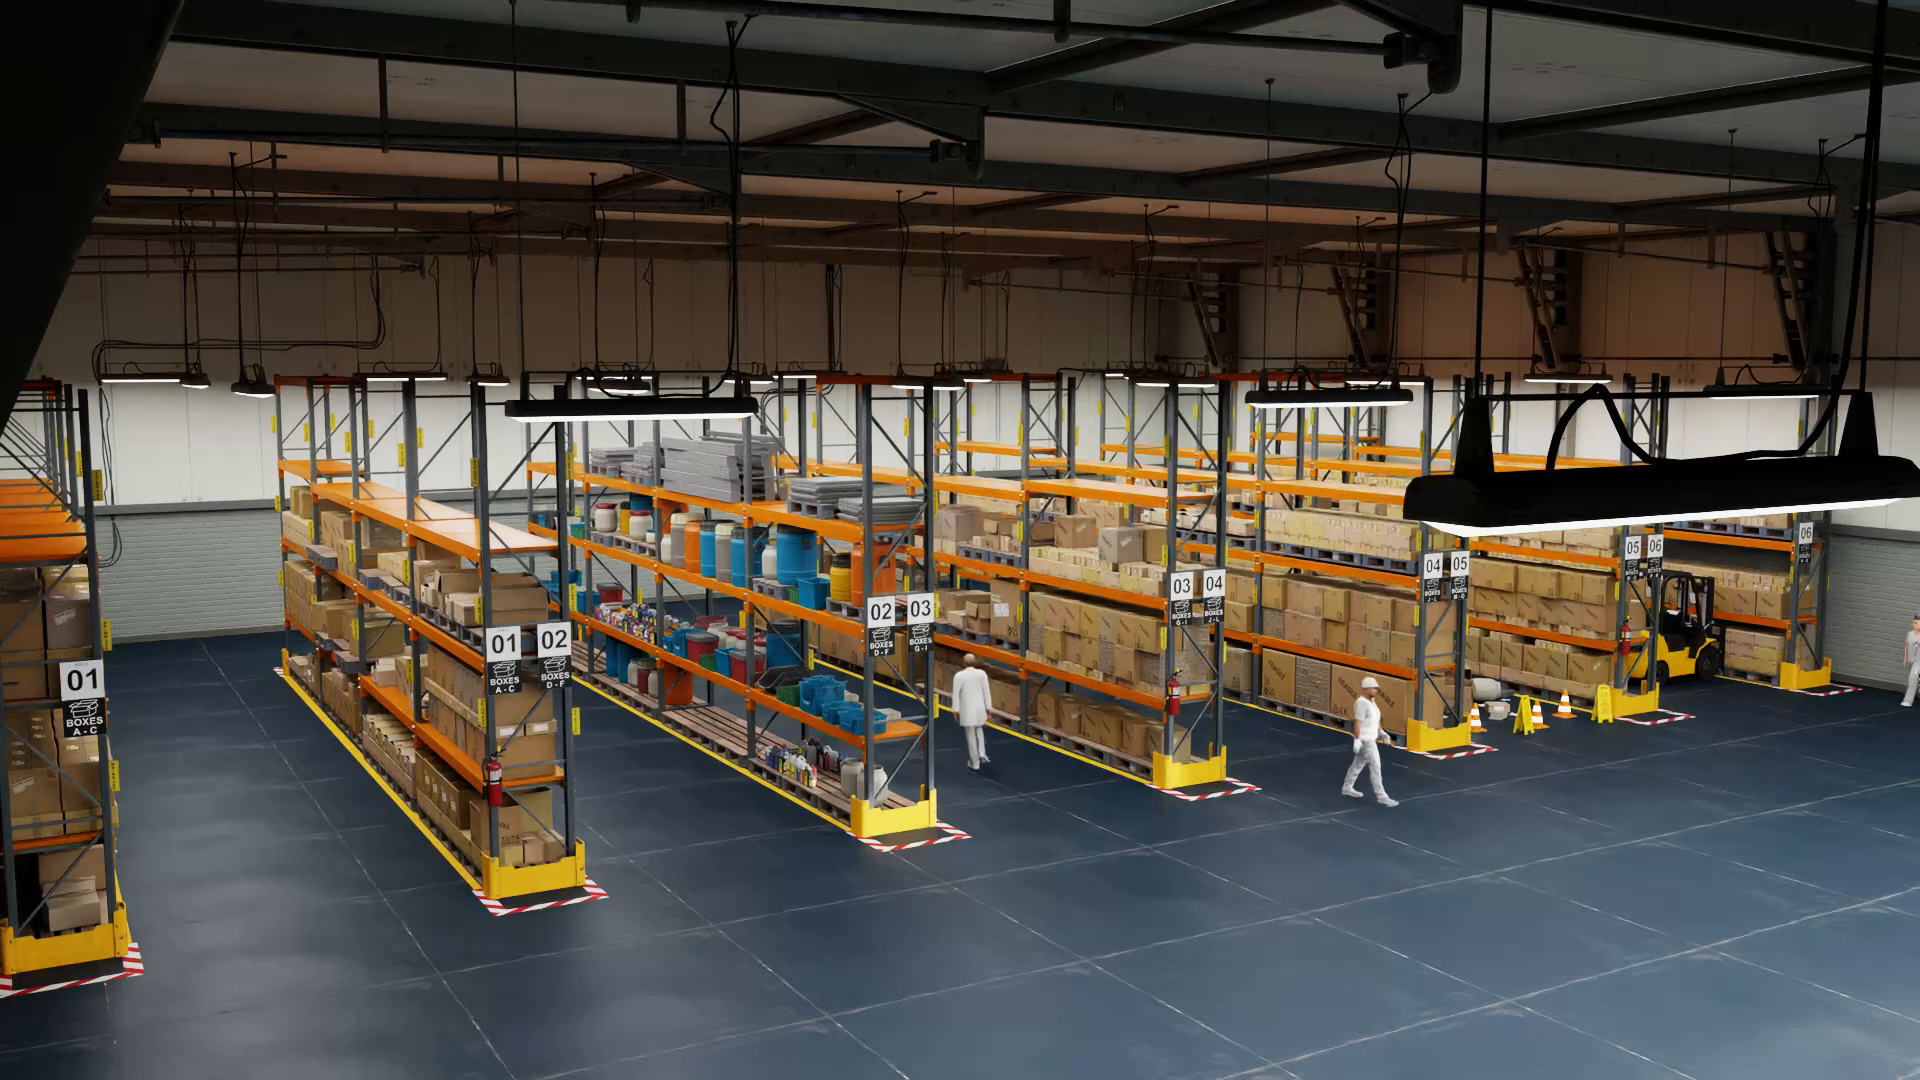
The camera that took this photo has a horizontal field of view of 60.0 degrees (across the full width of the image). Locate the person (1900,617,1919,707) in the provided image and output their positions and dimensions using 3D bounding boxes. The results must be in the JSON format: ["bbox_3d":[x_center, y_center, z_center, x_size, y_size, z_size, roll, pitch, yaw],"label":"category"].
[{"bbox_3d":[17.468,2.200,30.305,1.002,1.627,0.446,-3,7,-27],"label":"person"}]

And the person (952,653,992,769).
[{"bbox_3d":[0.178,2.628,25.690,0.596,1.764,0.550,-2,7,-18],"label":"person"}]

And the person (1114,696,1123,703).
[{"bbox_3d":[2.785,2.176,29.632,0.508,1.582,0.771,-1,6,-13],"label":"person"}]

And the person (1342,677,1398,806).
[{"bbox_3d":[5.883,2.839,23.754,0.823,1.753,0.597,2,7,20],"label":"person"}]
